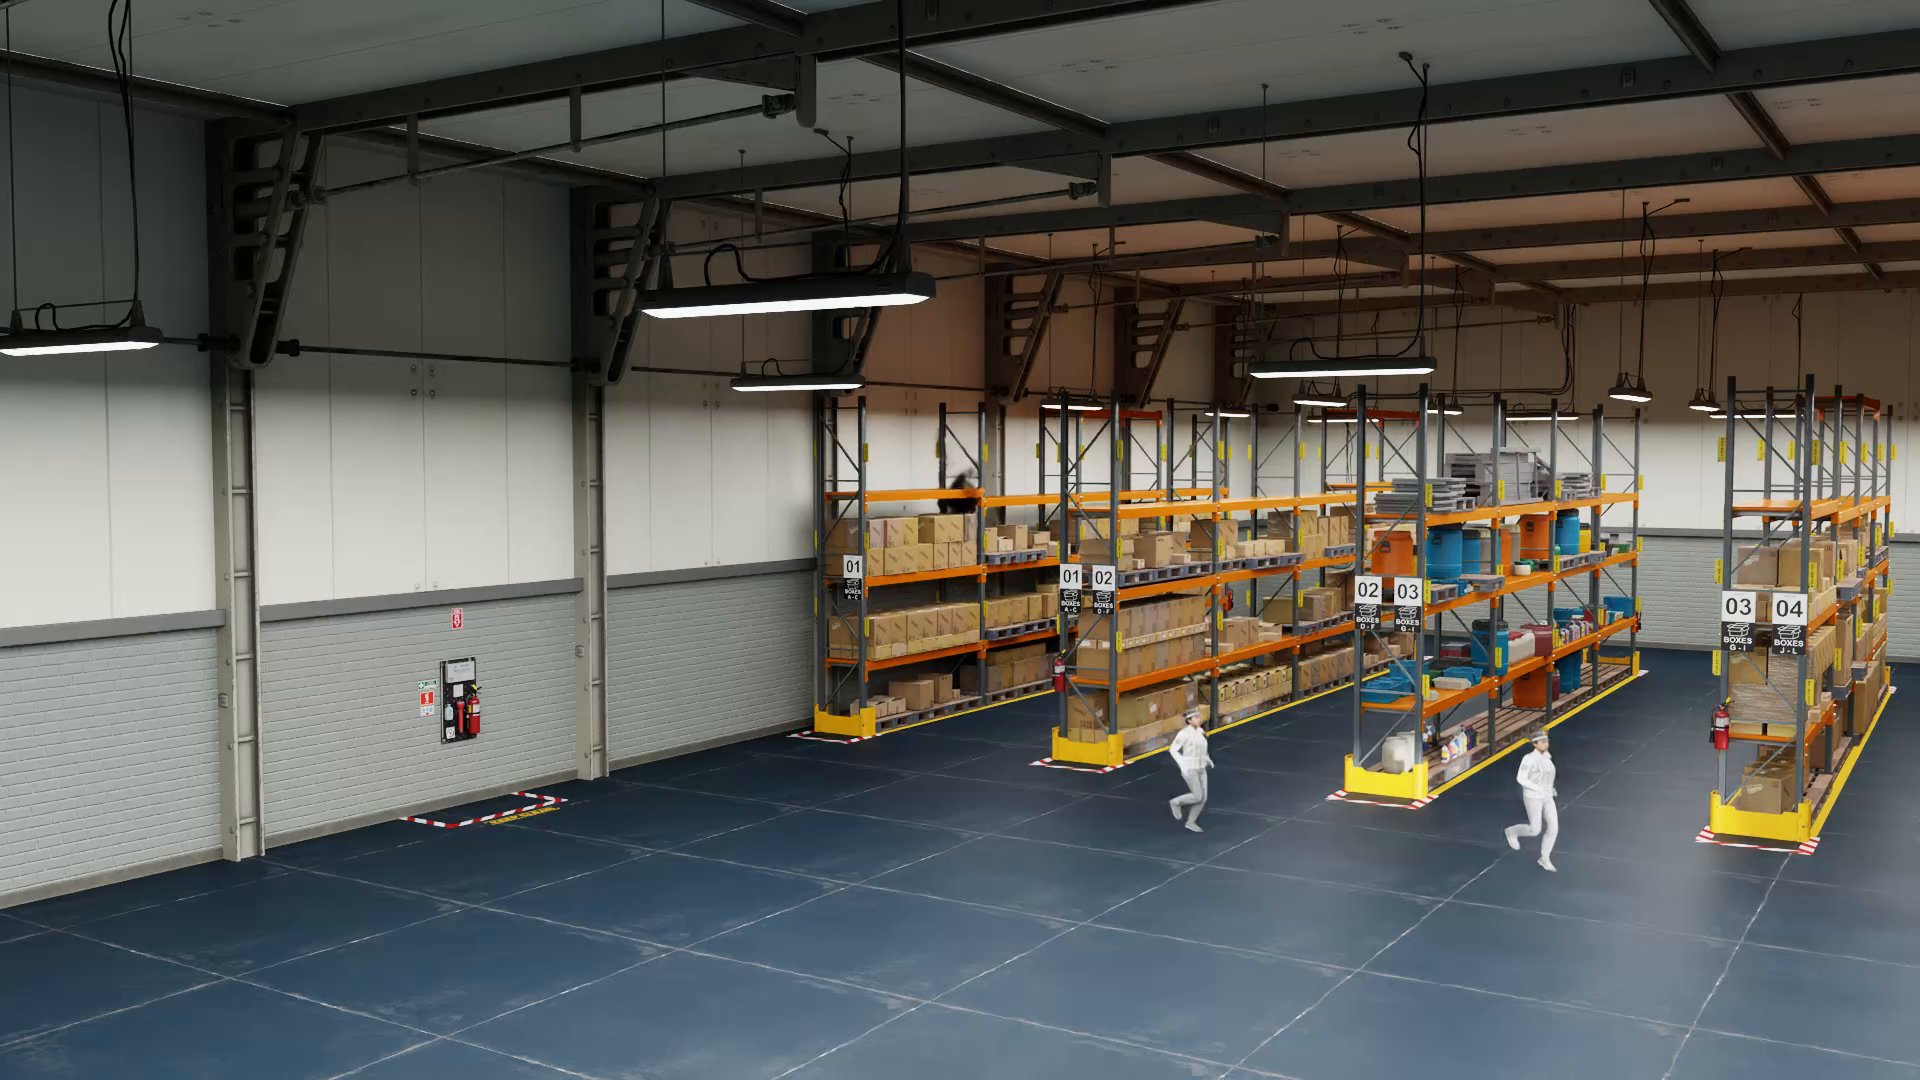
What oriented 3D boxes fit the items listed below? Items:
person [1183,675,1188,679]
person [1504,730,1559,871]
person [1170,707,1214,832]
[{"bbox_3d":[4.854,2.217,35.759,0.682,1.696,0.926,1,3,18],"label":"person"},{"bbox_3d":[6.985,3.135,20.210,0.628,1.705,0.752,-2,3,-28],"label":"person"},{"bbox_3d":[3.084,3.029,22.047,0.606,1.656,0.552,-3,4,-40],"label":"person"}]
